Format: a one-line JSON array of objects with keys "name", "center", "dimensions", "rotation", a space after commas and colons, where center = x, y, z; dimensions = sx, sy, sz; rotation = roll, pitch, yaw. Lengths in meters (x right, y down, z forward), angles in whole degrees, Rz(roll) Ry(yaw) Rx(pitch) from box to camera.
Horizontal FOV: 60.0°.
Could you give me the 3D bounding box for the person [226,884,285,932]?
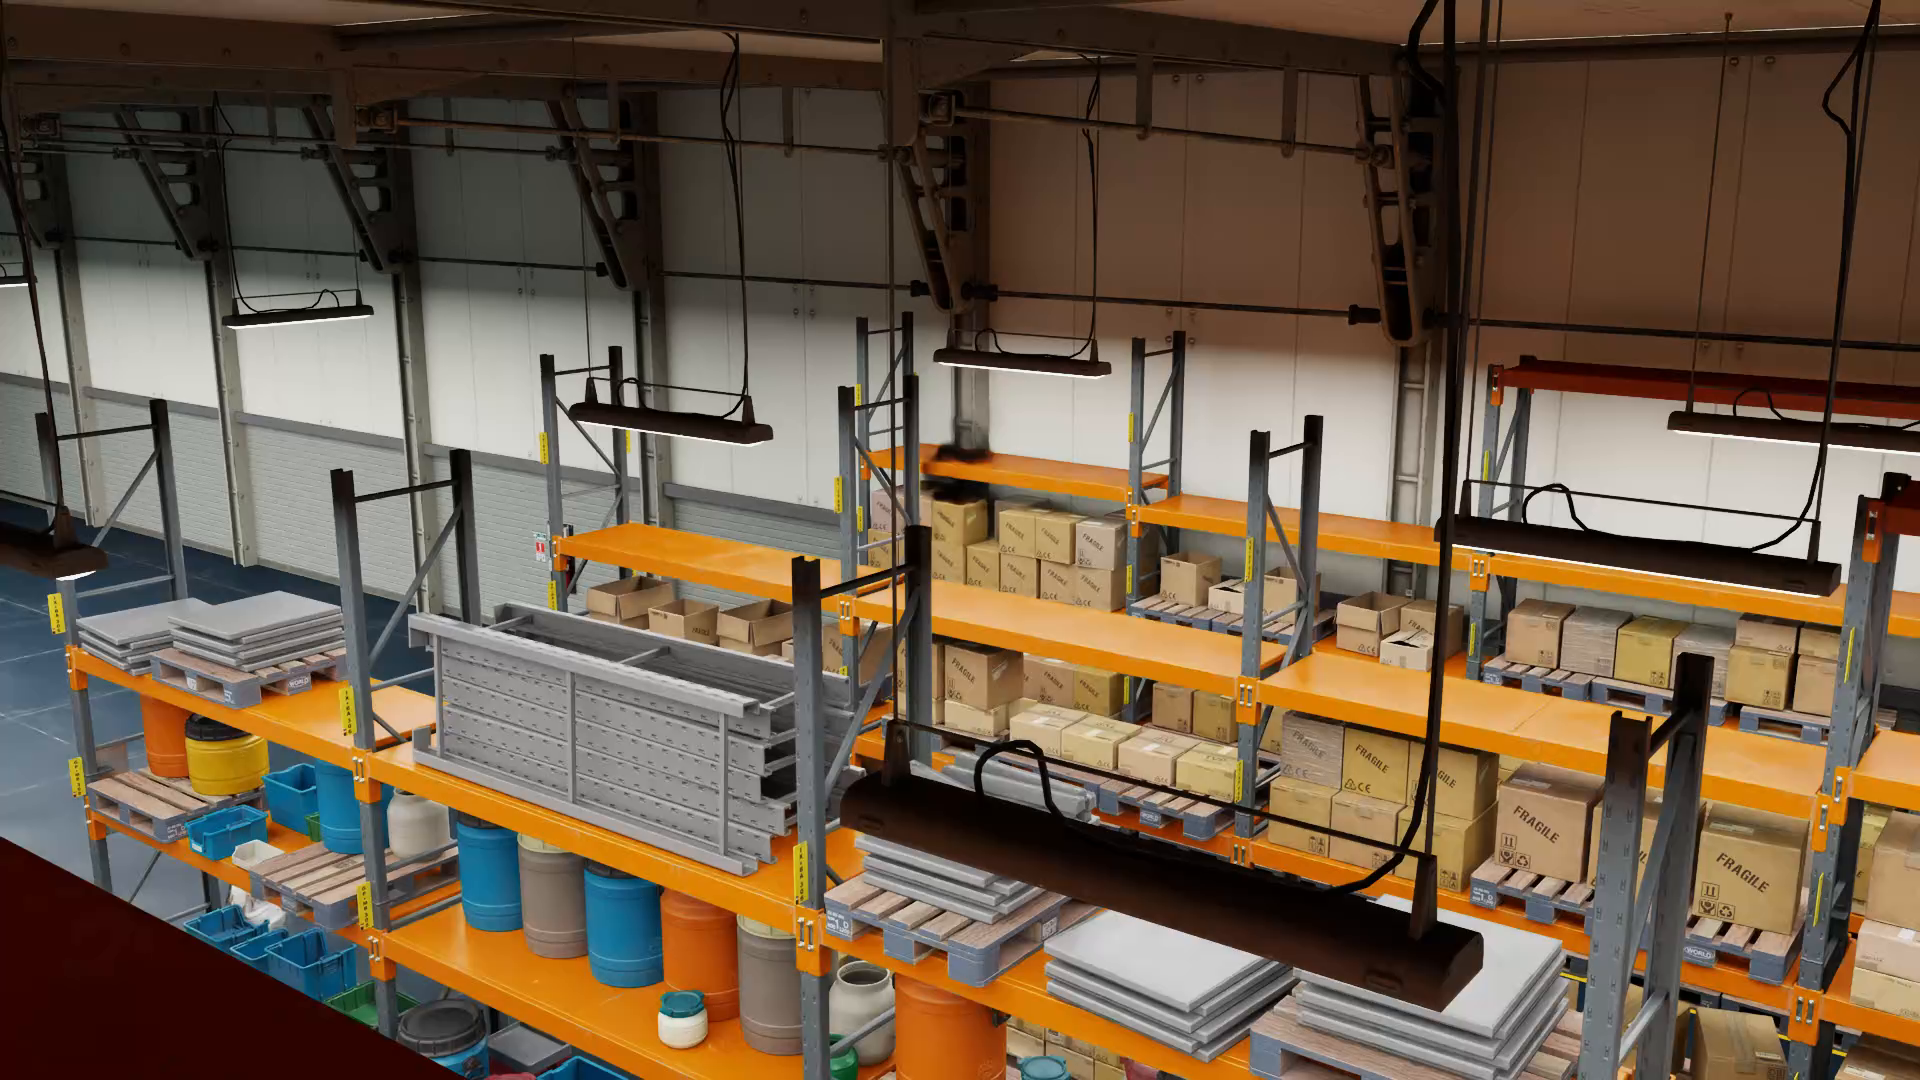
[{"name": "person", "center": [-6.636, 3.668, 15.805], "dimensions": [0.903, 1.652, 0.638], "rotation": [4, 14, 18]}]
